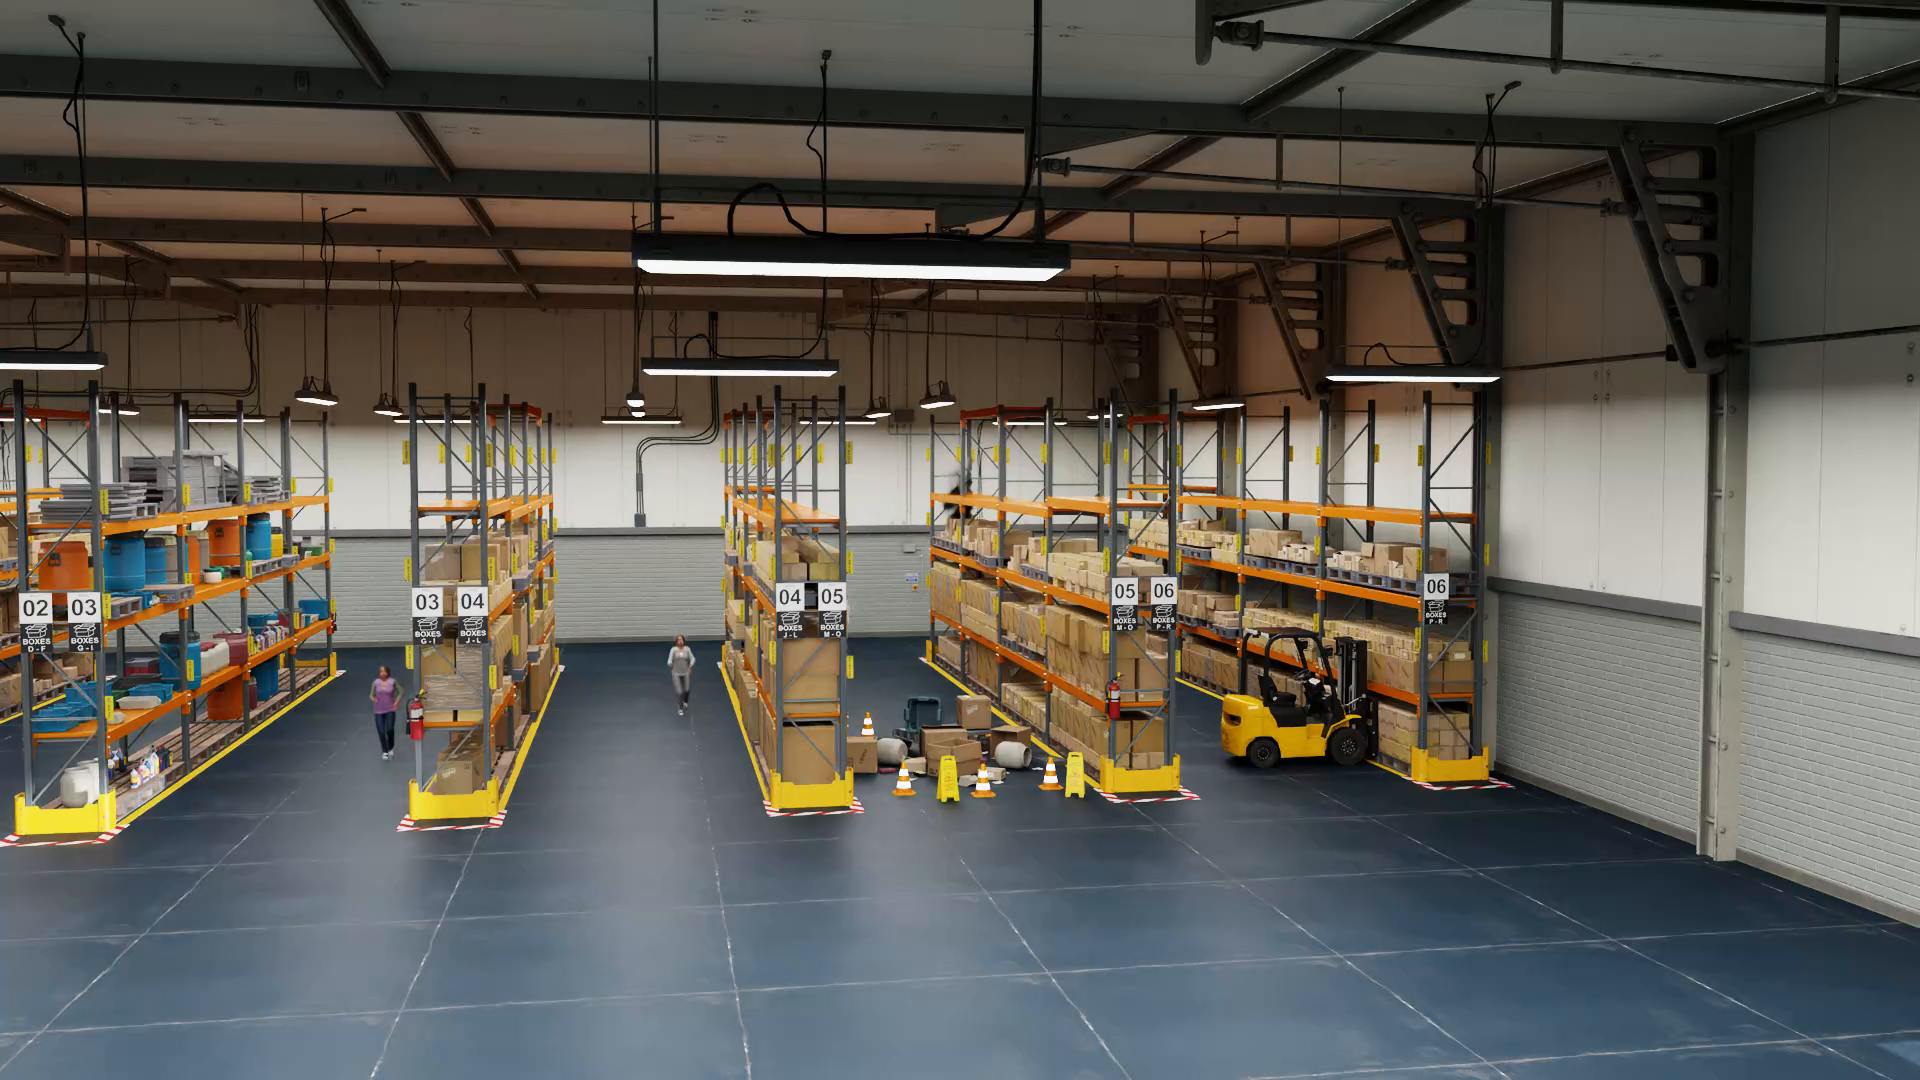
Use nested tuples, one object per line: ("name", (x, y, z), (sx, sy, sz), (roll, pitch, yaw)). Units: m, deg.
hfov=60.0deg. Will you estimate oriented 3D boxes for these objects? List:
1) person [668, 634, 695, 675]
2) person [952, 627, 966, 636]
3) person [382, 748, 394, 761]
("person", (-5.354, 2.218, 31.906), (0.503, 0.794, 0.505), (-1, 3, -13))
("person", (0.037, 2.005, 41.872), (0.664, 1.518, 0.509), (2, 3, 28))
("person", (-9.392, 3.473, 27.333), (0.195, 0.269, 0.294), (-1, 3, -11))
